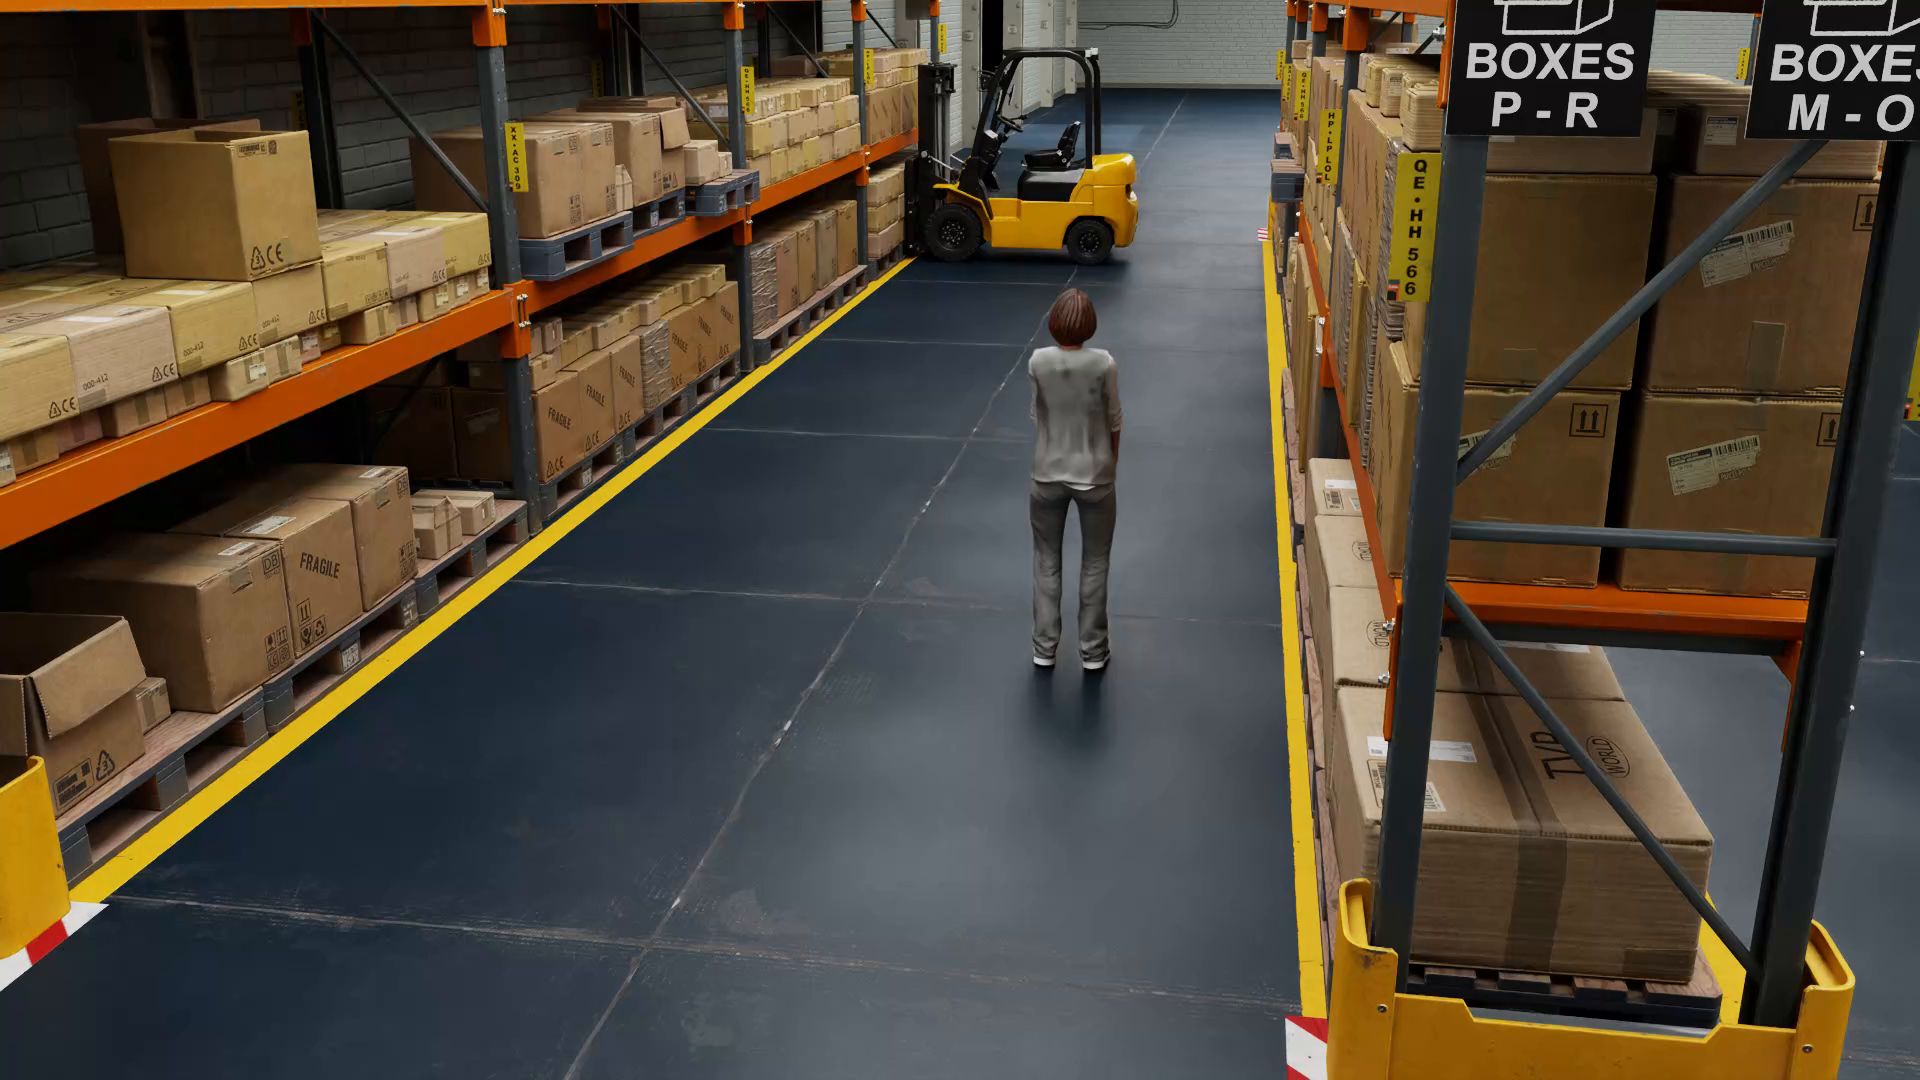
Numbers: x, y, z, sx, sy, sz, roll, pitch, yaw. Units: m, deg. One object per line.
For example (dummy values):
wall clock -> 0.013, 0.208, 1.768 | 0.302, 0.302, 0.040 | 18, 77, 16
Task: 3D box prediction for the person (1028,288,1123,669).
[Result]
person -> 0.475, -0.264, 6.883 | 0.385, 1.598, 0.498 | 3, 18, 10
